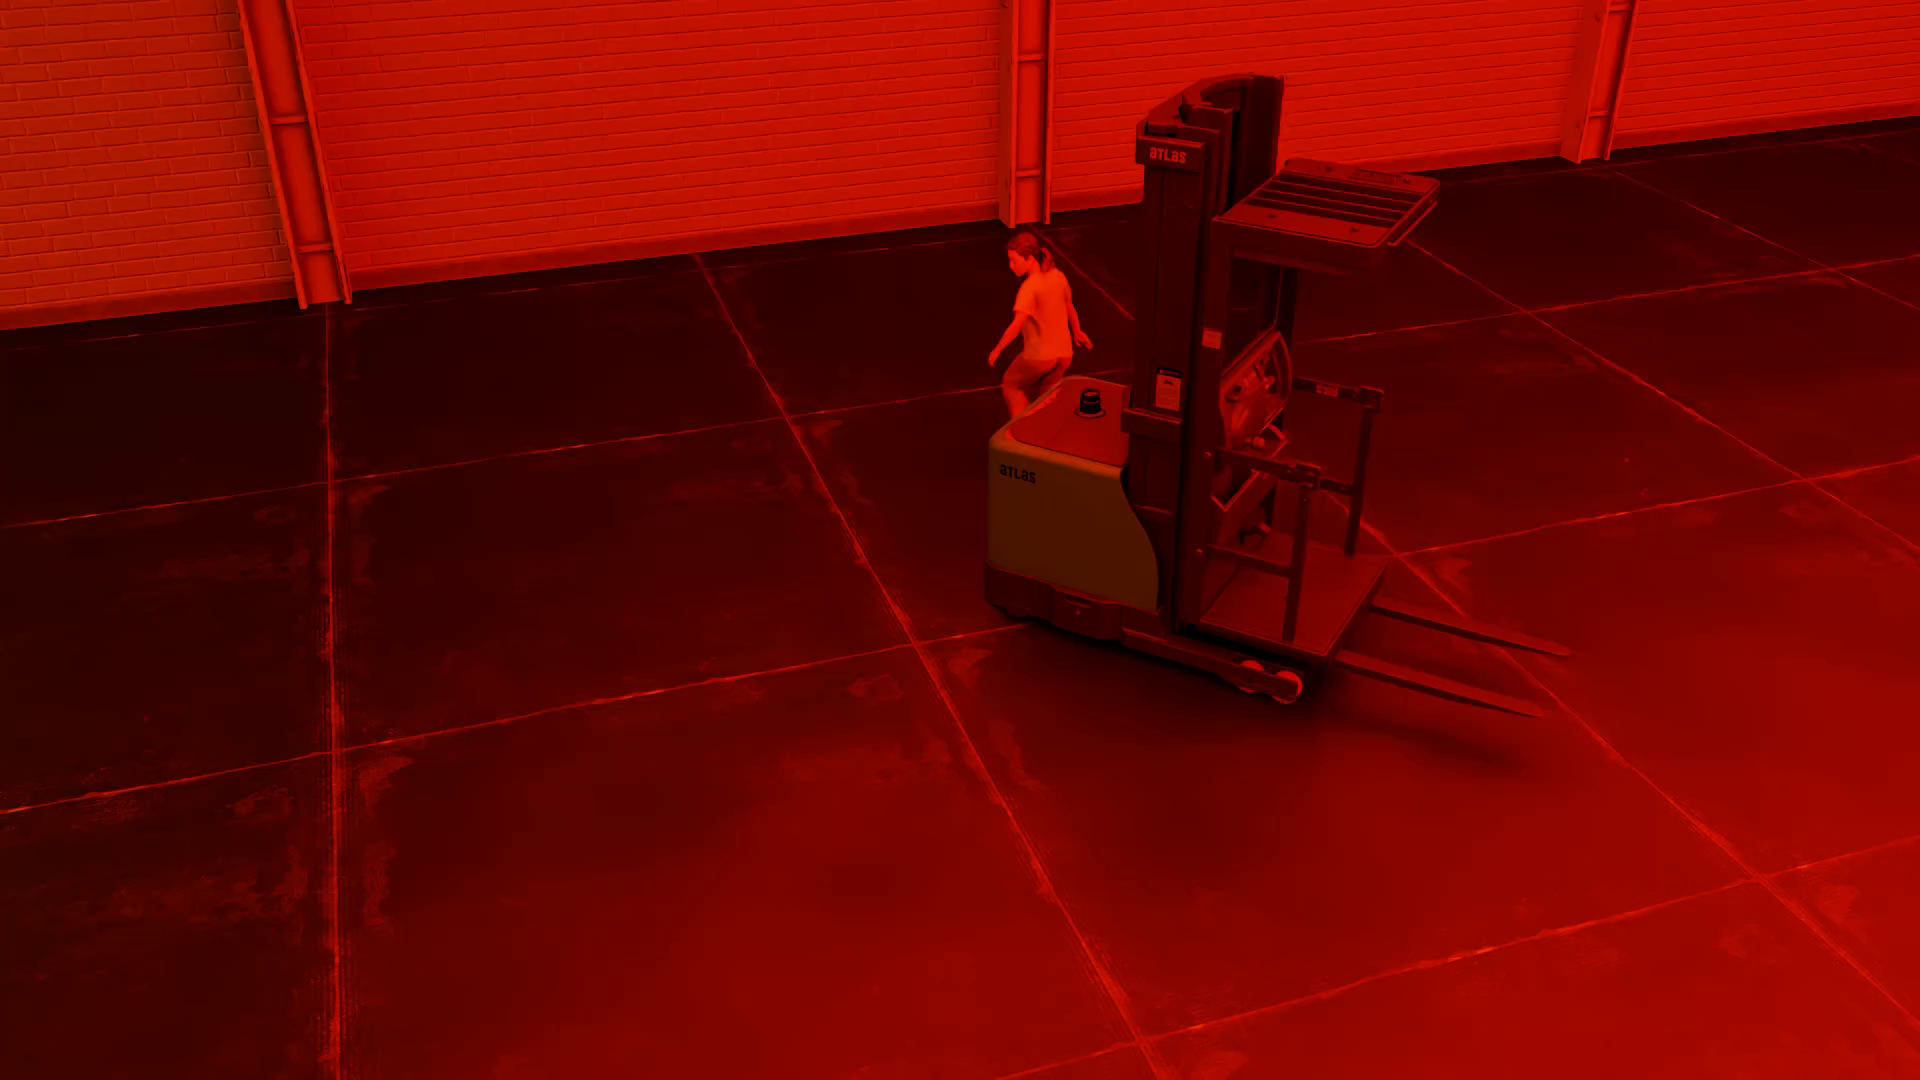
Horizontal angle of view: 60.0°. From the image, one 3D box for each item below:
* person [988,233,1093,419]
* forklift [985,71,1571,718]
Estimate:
[{"bbox_3d":[0.563,-1.244,10.727,0.825,1.483,0.570,-22,37,-33],"label":"person"},{"bbox_3d":[1.676,-0.732,8.359,3.031,2.935,1.130,16,33,25],"label":"forklift"}]
